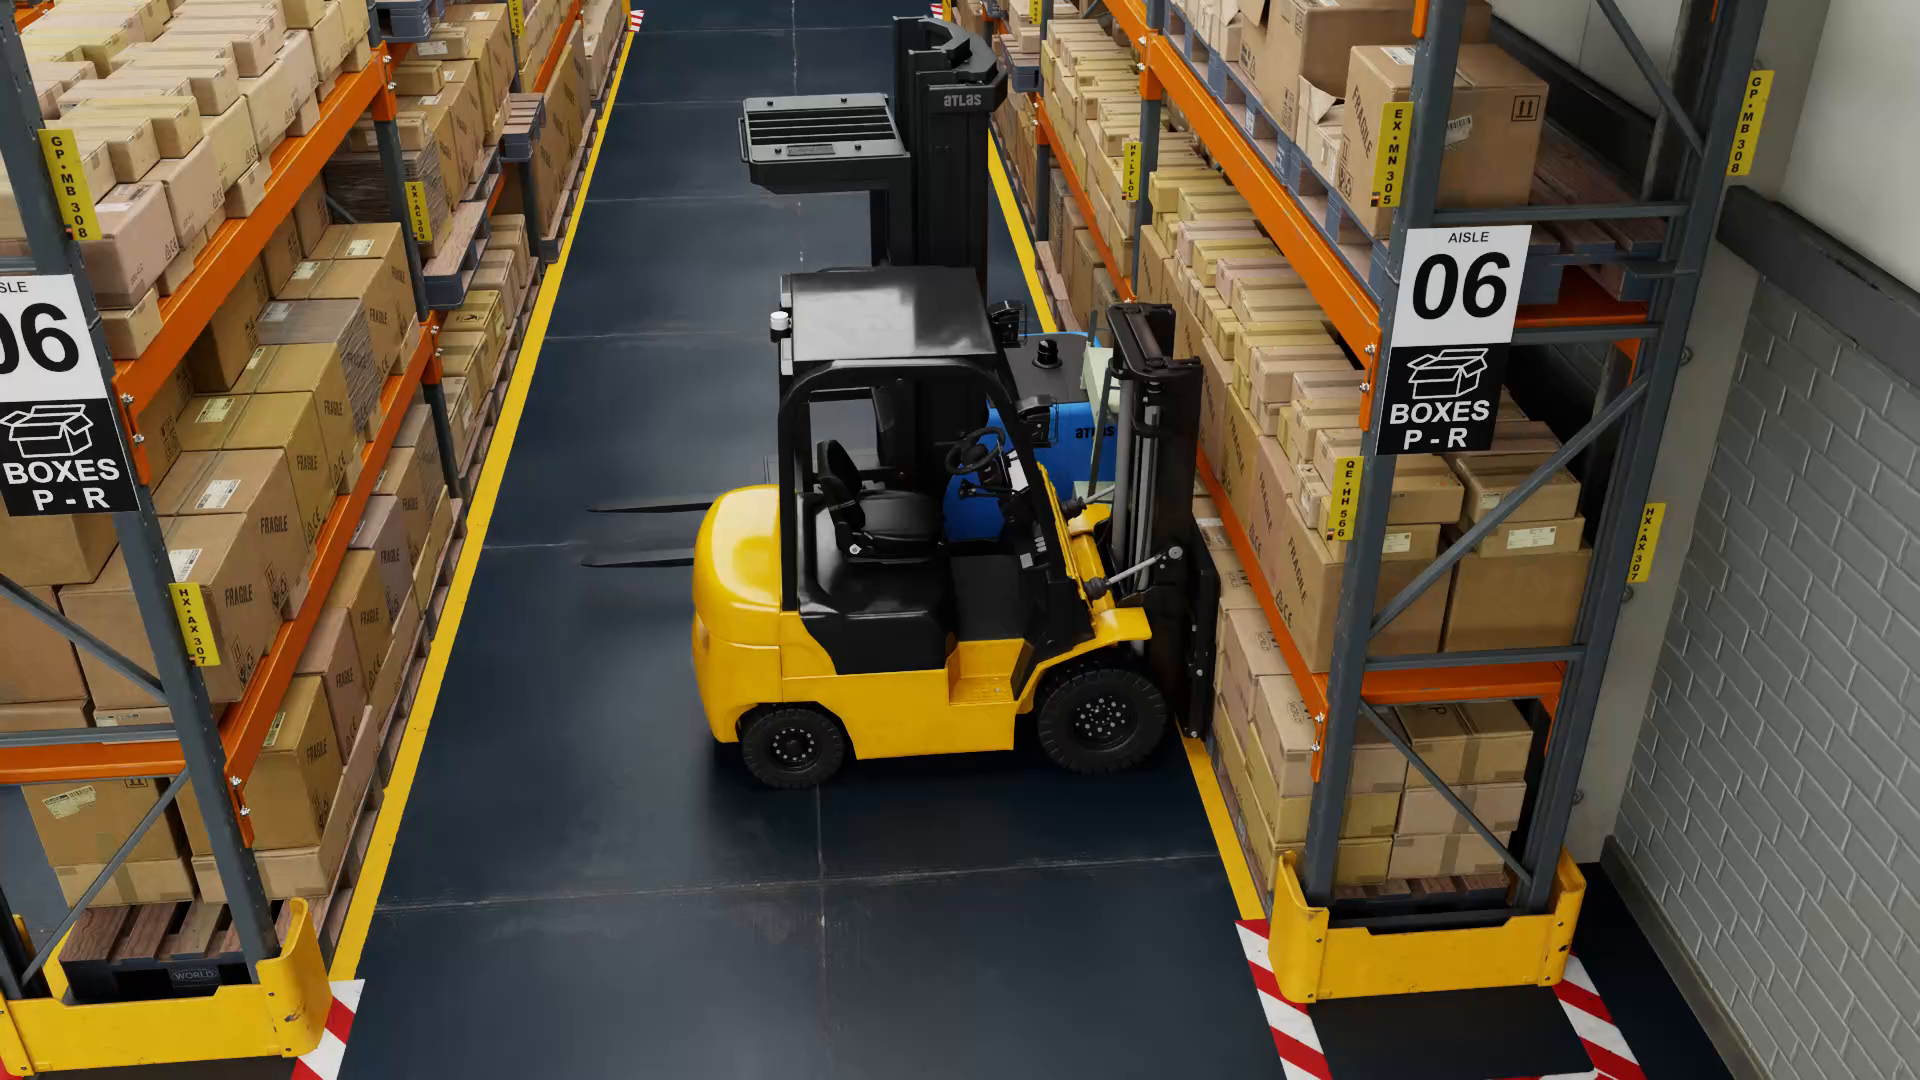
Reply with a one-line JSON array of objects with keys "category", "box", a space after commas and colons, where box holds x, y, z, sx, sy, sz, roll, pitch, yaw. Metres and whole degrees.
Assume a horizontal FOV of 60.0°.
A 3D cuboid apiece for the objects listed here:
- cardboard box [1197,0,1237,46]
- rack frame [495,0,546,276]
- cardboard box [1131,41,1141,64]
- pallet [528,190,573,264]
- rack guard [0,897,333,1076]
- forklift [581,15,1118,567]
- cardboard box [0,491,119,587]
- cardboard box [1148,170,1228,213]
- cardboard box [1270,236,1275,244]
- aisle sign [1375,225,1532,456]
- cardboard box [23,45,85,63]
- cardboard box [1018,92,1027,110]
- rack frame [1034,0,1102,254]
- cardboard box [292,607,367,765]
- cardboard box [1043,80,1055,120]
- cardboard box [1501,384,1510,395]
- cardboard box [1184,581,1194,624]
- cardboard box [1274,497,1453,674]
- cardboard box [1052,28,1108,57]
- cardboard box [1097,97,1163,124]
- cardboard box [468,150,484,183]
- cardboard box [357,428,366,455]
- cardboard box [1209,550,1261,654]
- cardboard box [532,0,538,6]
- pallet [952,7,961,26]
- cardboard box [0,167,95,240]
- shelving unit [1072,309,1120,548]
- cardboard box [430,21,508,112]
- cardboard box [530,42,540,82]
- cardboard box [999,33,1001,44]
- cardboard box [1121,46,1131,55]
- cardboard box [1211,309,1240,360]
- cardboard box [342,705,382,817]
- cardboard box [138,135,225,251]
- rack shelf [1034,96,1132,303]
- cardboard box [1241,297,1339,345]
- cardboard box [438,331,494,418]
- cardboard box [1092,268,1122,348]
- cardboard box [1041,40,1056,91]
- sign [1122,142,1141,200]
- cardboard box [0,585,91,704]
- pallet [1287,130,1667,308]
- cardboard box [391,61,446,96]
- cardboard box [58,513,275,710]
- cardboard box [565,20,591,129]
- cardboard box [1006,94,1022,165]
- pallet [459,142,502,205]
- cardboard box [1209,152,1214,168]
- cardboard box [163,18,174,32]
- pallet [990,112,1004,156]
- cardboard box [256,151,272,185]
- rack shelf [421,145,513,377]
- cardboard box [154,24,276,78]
[{"category": "cardboard box", "box": [1.301, -2.370, 7.605, 0.380, 0.149, 0.250, -2, 31, -3]}, {"category": "rack frame", "box": [-3.826, -3.405, 12.526, 1.000, 3.000, 0.127, -3, 31, -5]}, {"category": "cardboard box", "box": [1.447, -3.546, 12.032, 0.380, 0.149, 0.250, -3, 31, -5]}, {"category": "pallet", "box": [-3.824, -2.614, 13.921, 1.003, 0.211, 1.213, -3, 31, -5]}, {"category": "rack guard", "box": [-3.085, 1.714, 6.393, 1.175, 0.500, 0.348, -3, 31, -5]}, {"category": "forklift", "box": [-0.619, -1.212, 8.921, 3.031, 2.935, 1.130, -4, 31, -7]}, {"category": "cardboard box", "box": [-3.343, -0.171, 5.748, 0.700, 0.500, 0.500, -3, 31, -6]}, {"category": "cardboard box", "box": [1.224, -1.875, 8.943, 0.380, 0.149, 0.250, -2, 31, -4]}, {"category": "cardboard box", "box": [1.833, -1.646, 8.850, 0.380, 0.149, 0.250, -4, 31, -6]}, {"category": "aisle sign", "box": [1.577, -0.629, 5.342, 0.394, 0.787, 0.004, -3, 31, -5]}, {"category": "cardboard box", "box": [-3.581, -1.783, 6.352, 0.380, 0.149, 0.250, -2, 31, -3]}, {"category": "cardboard box", "box": [0.722, -3.949, 14.831, 0.380, 0.149, 0.250, -4, 31, -7]}, {"category": "rack frame", "box": [1.116, -3.645, 12.927, 1.000, 3.000, 0.127, -3, 31, -5]}, {"category": "cardboard box", "box": [-2.934, 0.654, 7.271, 0.500, 0.500, 0.500, -4, 31, -6]}, {"category": "cardboard box", "box": [0.914, -3.342, 12.566, 0.500, 0.250, 0.500, -3, 31, -4]}, {"category": "cardboard box", "box": [2.007, -0.588, 6.788, 0.380, 0.149, 0.250, -3, 31, -4]}, {"category": "cardboard box", "box": [1.358, 0.217, 8.246, 0.500, 0.250, 0.500, -3, 31, -5]}, {"category": "cardboard box", "box": [1.556, 0.158, 6.463, 0.500, 0.500, 0.500, -3, 31, -6]}, {"category": "cardboard box", "box": [0.879, -3.653, 12.211, 0.380, 0.149, 0.250, -2, 31, -4]}, {"category": "cardboard box", "box": [1.088, -2.739, 10.680, 0.380, 0.149, 0.250, -2, 31, -4]}, {"category": "cardboard box", "box": [-3.283, -2.399, 10.677, 0.380, 0.149, 0.250, -2, 31, -3]}, {"category": "cardboard box", "box": [-3.026, -0.455, 7.831, 0.380, 0.149, 0.250, -3, 31, -5]}, {"category": "cardboard box", "box": [1.399, 0.273, 7.665, 0.500, 0.250, 0.500, -2, 31, -4]}, {"category": "cardboard box", "box": [-3.717, -4.658, 13.551, 0.500, 0.500, 0.500, -2, 31, -3]}, {"category": "pallet", "box": [0.451, -6.086, 19.734, 1.003, 0.211, 1.213, -3, 31, -5]}, {"category": "cardboard box", "box": [-2.908, -1.034, 5.098, 0.380, 0.149, 0.250, -3, 31, -5]}, {"category": "shelving unit", "box": [0.839, -0.371, 8.857, 0.431, 1.500, 0.755, 3, 30, -4]}, {"category": "cardboard box", "box": [-3.447, -3.274, 11.509, 0.500, 0.500, 0.500, -3, 31, -5]}, {"category": "cardboard box", "box": [-3.687, -3.864, 13.440, 0.500, 0.250, 0.500, -4, 31, -6]}, {"category": "cardboard box", "box": [0.583, -4.874, 16.090, 0.380, 0.149, 0.250, -4, 31, -7]}, {"category": "cardboard box", "box": [1.435, -3.579, 12.476, 0.500, 0.250, 0.500, -2, 31, -3]}, {"category": "cardboard box", "box": [1.382, -0.958, 7.699, 0.380, 0.149, 0.250, -3, 31, -6]}, {"category": "cardboard box", "box": [-2.918, 0.993, 7.433, 0.500, 0.250, 0.500, -2, 31, -3]}, {"category": "cardboard box", "box": [-2.897, -1.199, 5.763, 0.500, 0.250, 0.500, -3, 31, -5]}, {"category": "rack shelf", "box": [1.303, -2.315, 11.402, 1.077, 0.370, 4.000, -3, 31, -5]}, {"category": "cardboard box", "box": [1.471, -0.965, 7.420, 0.380, 0.149, 0.250, -2, 31, -4]}, {"category": "cardboard box", "box": [-3.574, -1.050, 10.735, 0.950, 0.372, 0.625, -1, 31, -1]}, {"category": "cardboard box", "box": [1.365, -1.426, 11.118, 0.875, 0.625, 0.625, -3, 31, -5]}, {"category": "cardboard box", "box": [0.889, -3.556, 12.436, 0.500, 0.250, 0.500, -3, 31, -5]}, {"category": "sign", "box": [0.950, -2.035, 9.179, 0.100, 0.325, 0.005, -3, 31, -5]}, {"category": "cardboard box", "box": [-3.403, 0.245, 6.027, 0.500, 0.500, 0.500, -3, 31, -5]}, {"category": "pallet", "box": [1.823, -1.172, 5.949, 1.003, 0.211, 1.213, -3, 31, -5]}, {"category": "cardboard box", "box": [-3.348, -2.799, 10.081, 0.380, 0.149, 0.250, -1, 31, -2]}, {"category": "cardboard box", "box": [-2.846, 0.254, 6.013, 0.500, 0.500, 0.500, -3, 31, -5]}, {"category": "cardboard box", "box": [-4.062, -4.403, 15.858, 0.875, 0.875, 0.875, -2, 31, -3]}, {"category": "cardboard box", "box": [0.707, -3.745, 15.123, 0.500, 0.500, 0.500, -4, 31, -6]}, {"category": "pallet", "box": [-3.600, -2.314, 10.886, 1.003, 0.211, 1.213, -3, 31, -5]}, {"category": "cardboard box", "box": [1.698, -2.253, 9.867, 0.380, 0.149, 0.250, -4, 31, -6]}, {"category": "cardboard box", "box": [-3.626, -2.213, 7.461, 0.500, 0.250, 0.500, -3, 31, -5]}, {"category": "pallet", "box": [0.856, -4.076, 16.369, 1.003, 0.211, 1.213, -3, 31, -5]}, {"category": "cardboard box", "box": [-2.976, -1.478, 6.618, 0.380, 0.149, 0.250, -4, 31, -6]}, {"category": "rack shelf", "box": [-3.639, -2.075, 11.000, 1.077, 0.370, 4.000, -3, 31, -5]}, {"category": "cardboard box", "box": [-2.965, -1.947, 6.626, 0.380, 0.149, 0.250, -2, 31, -4]}]
